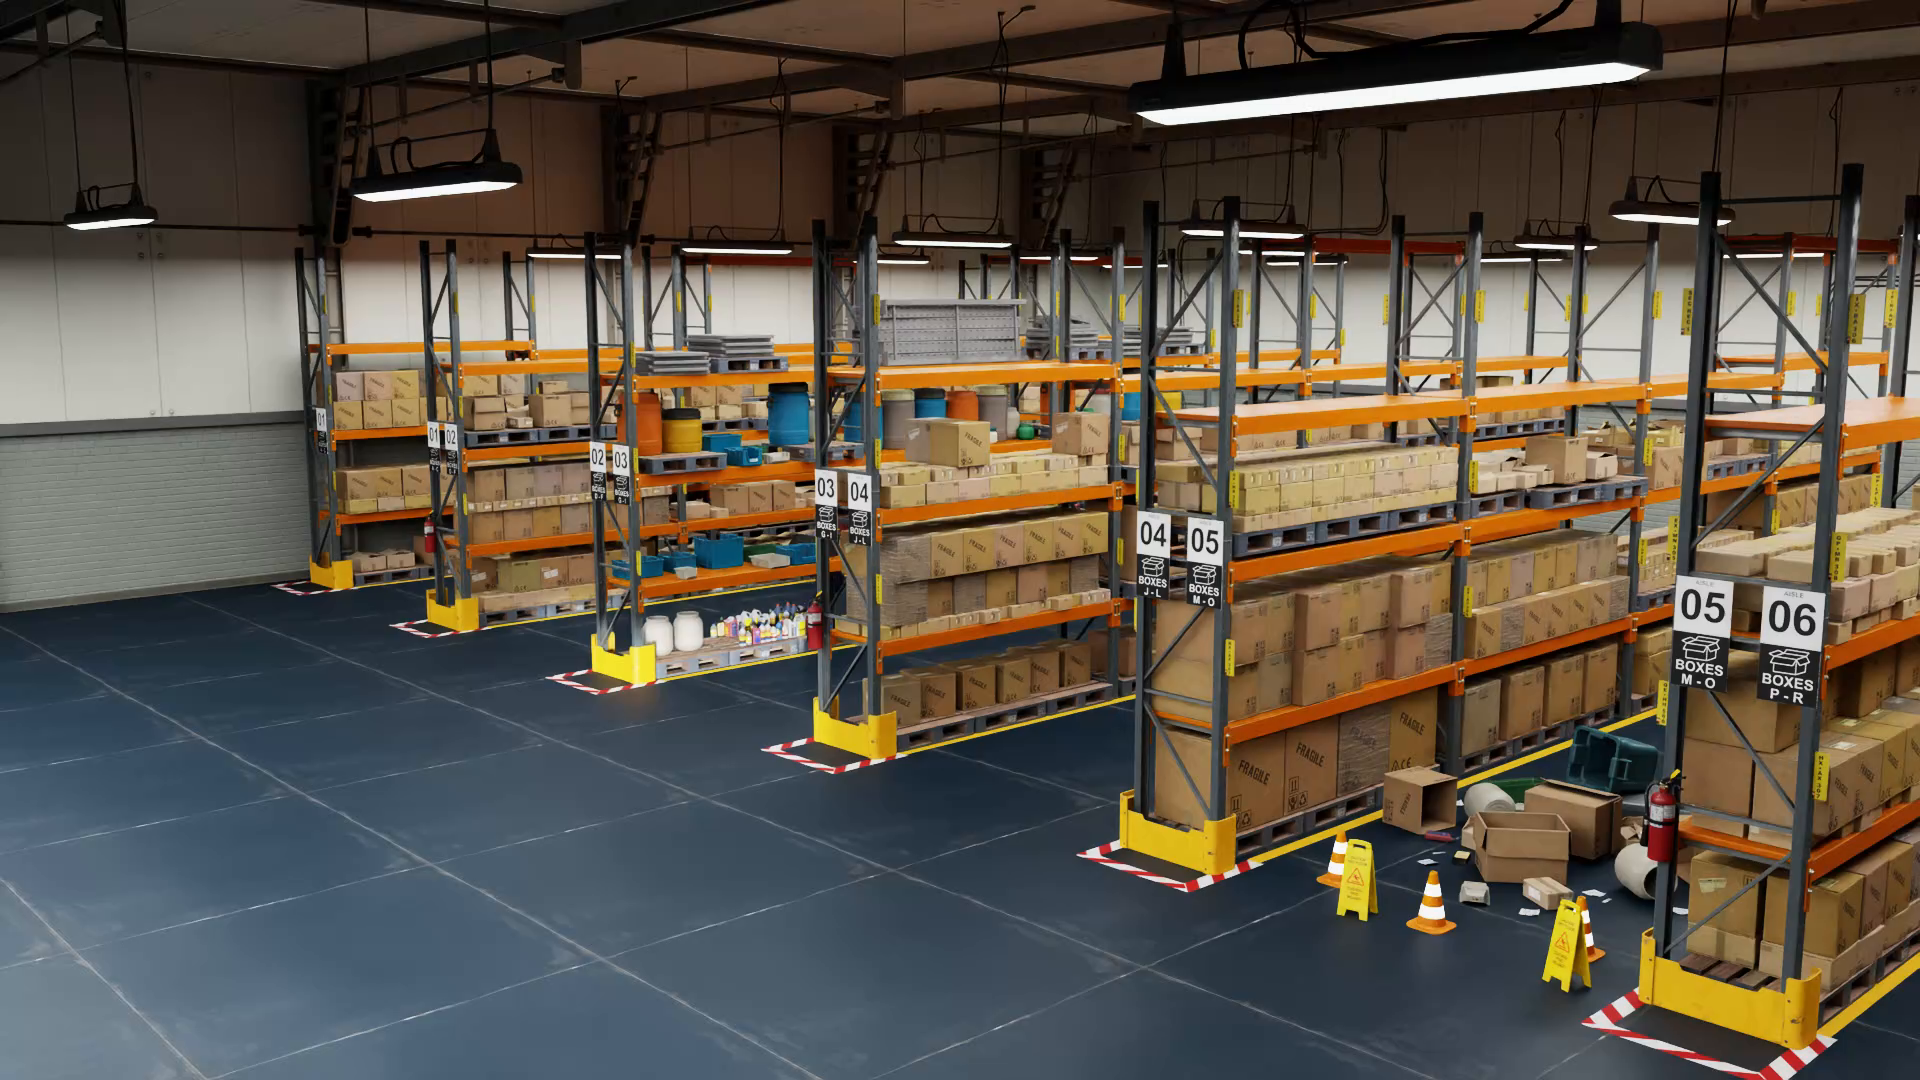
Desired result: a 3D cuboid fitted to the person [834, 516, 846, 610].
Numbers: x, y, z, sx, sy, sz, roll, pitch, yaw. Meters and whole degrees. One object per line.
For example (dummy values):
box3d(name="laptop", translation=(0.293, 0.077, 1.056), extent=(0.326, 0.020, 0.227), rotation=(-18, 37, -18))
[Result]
box3d(name="person", translation=(-2.143, 0.358, 27.294), extent=(0.463, 1.637, 0.547), rotation=(-6, 10, -34))
